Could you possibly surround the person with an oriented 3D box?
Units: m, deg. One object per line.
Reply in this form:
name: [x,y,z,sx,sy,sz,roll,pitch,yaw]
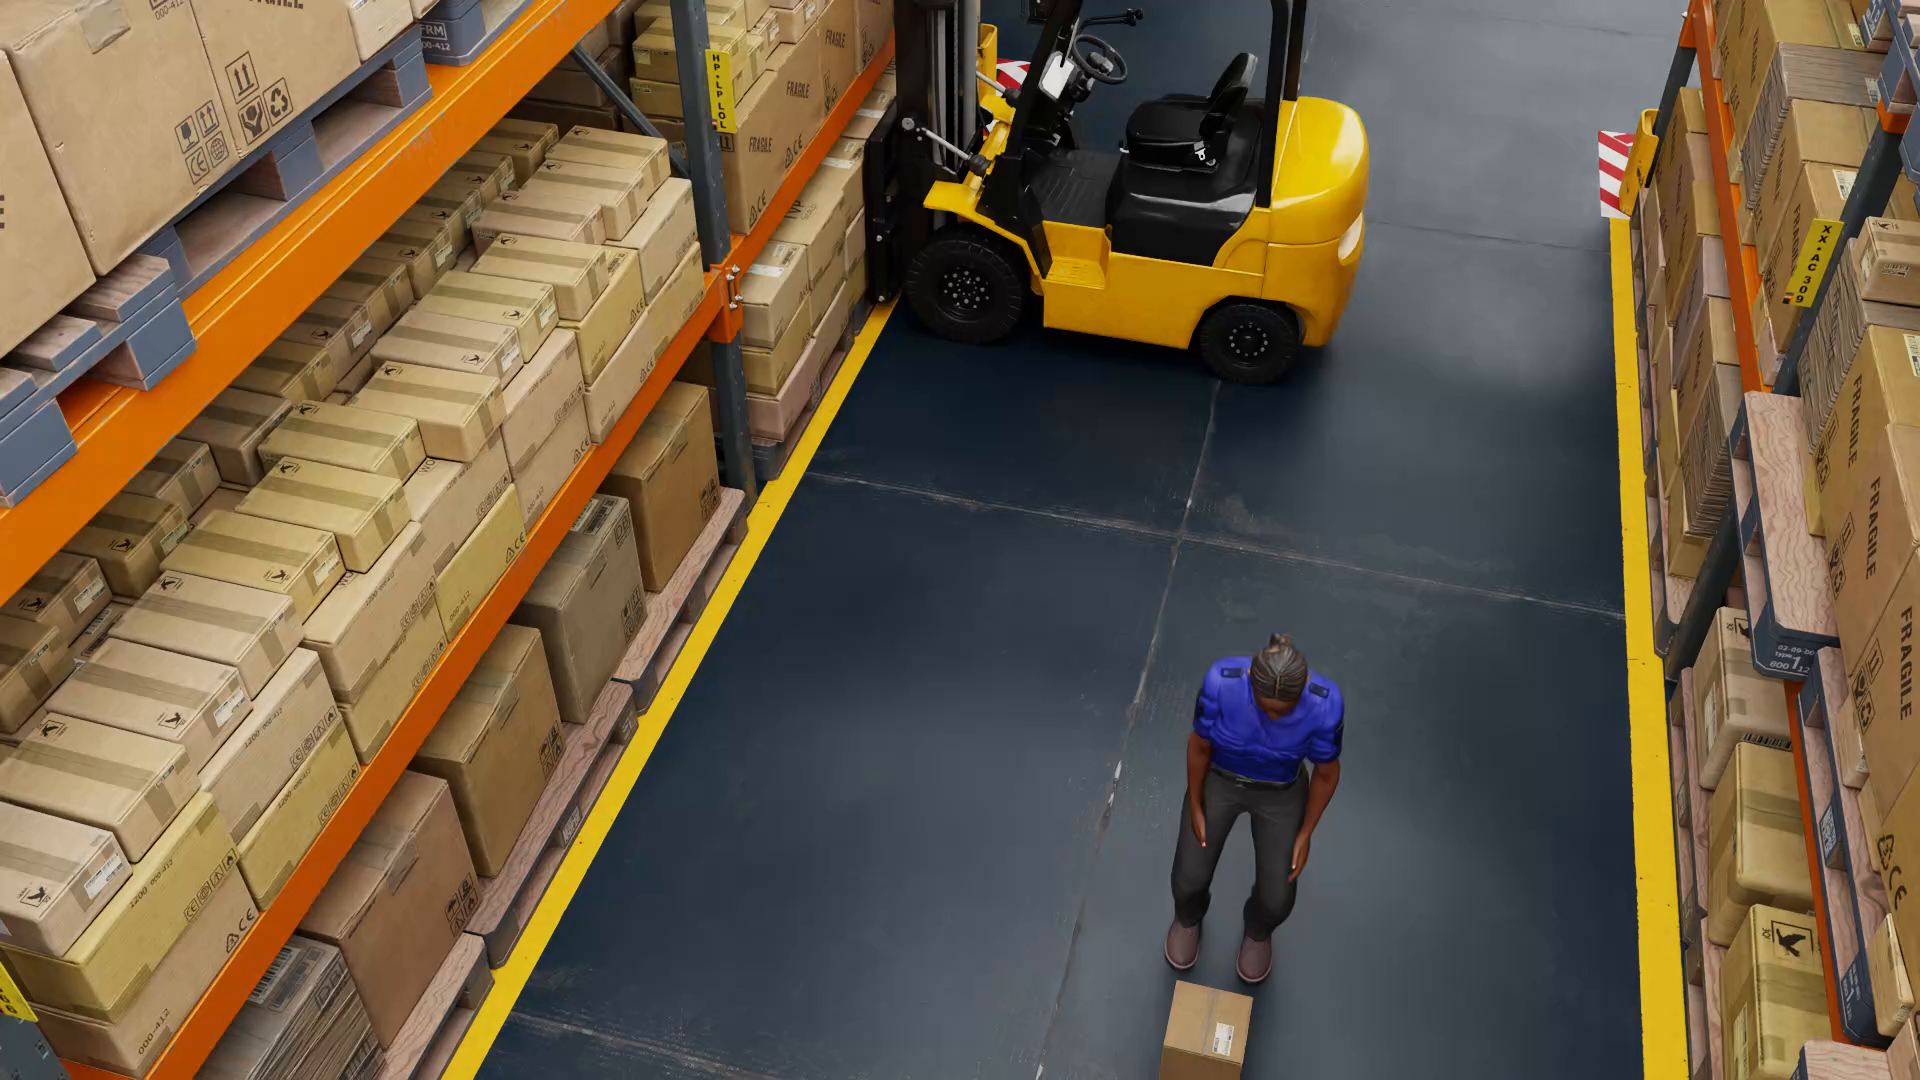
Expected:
person: [0.938,0.835,5.284,0.469,1.575,0.430,11,42,12]
